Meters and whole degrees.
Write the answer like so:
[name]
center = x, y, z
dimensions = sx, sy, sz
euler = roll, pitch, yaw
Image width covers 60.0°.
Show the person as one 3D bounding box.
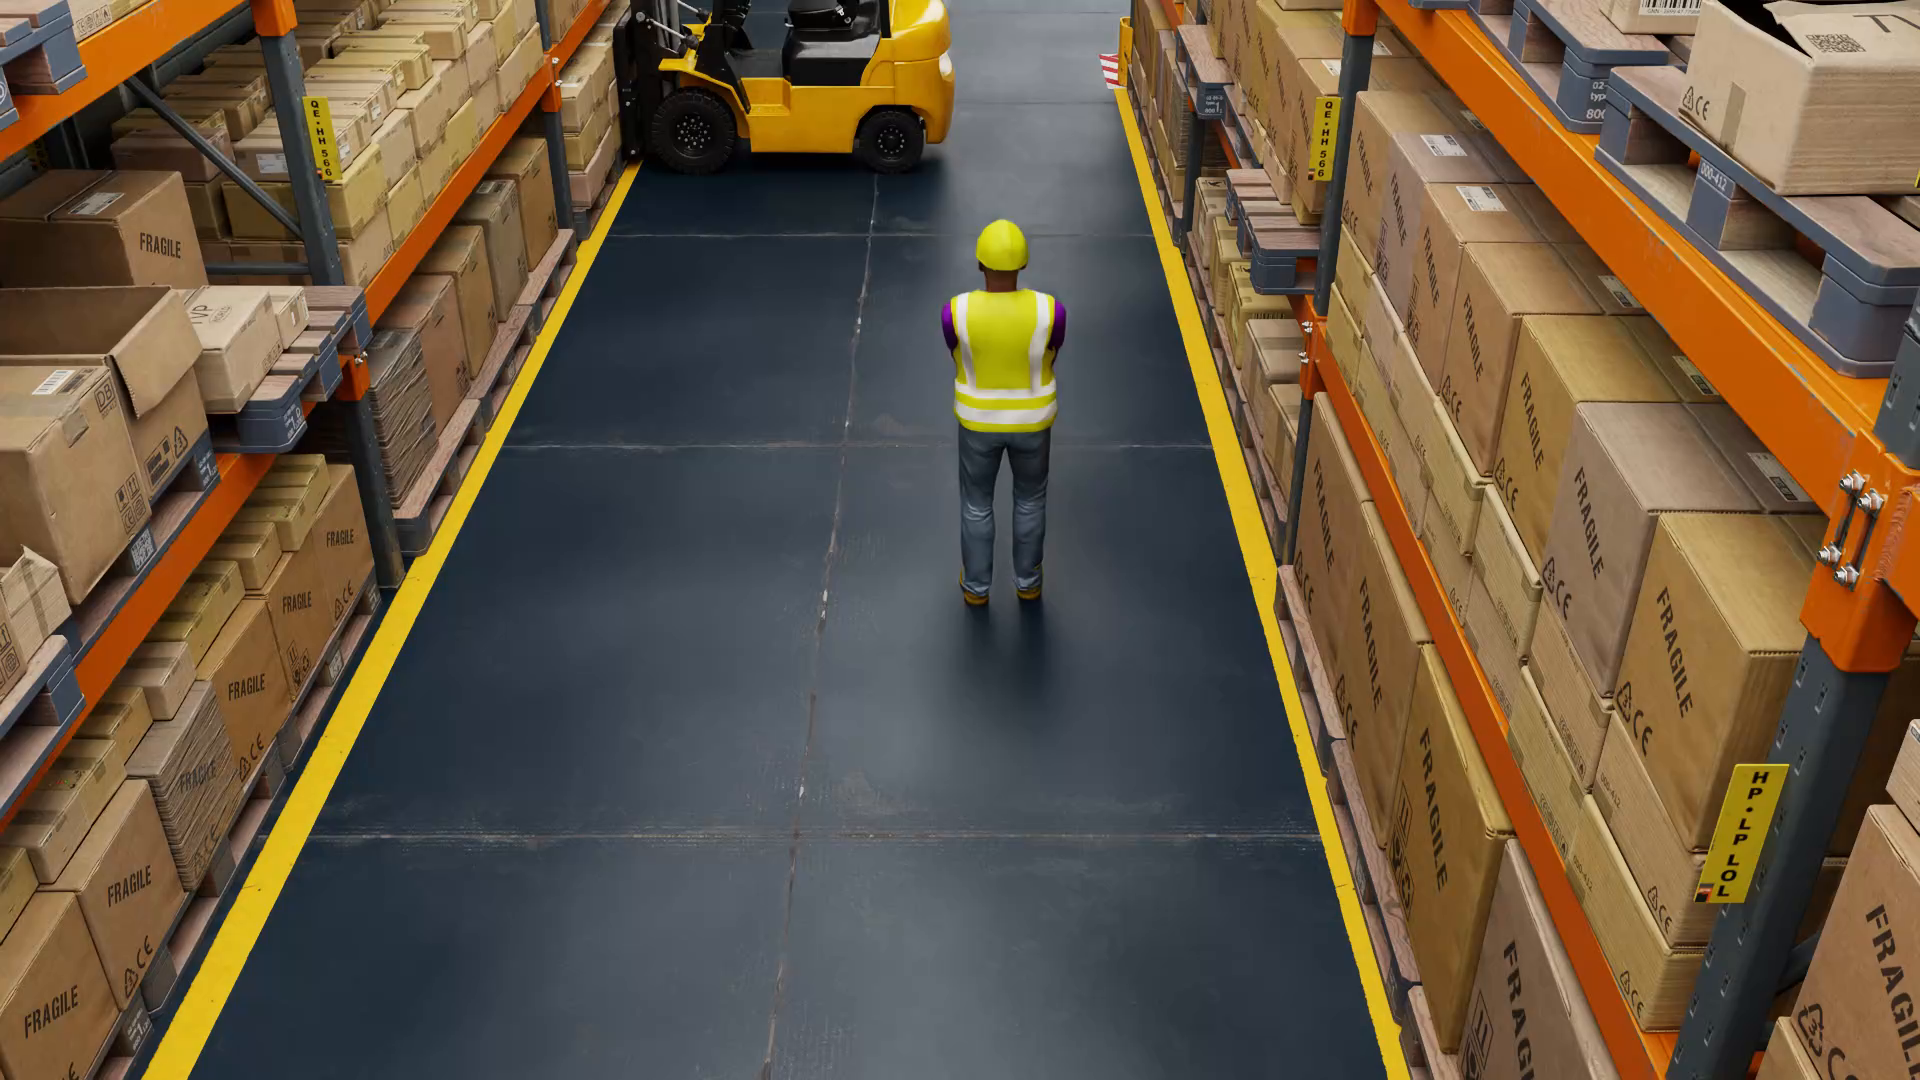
[person]
center = 0.178, -0.561, 7.037
dimensions = 0.504, 1.760, 0.583
euler = 0, 31, 1
